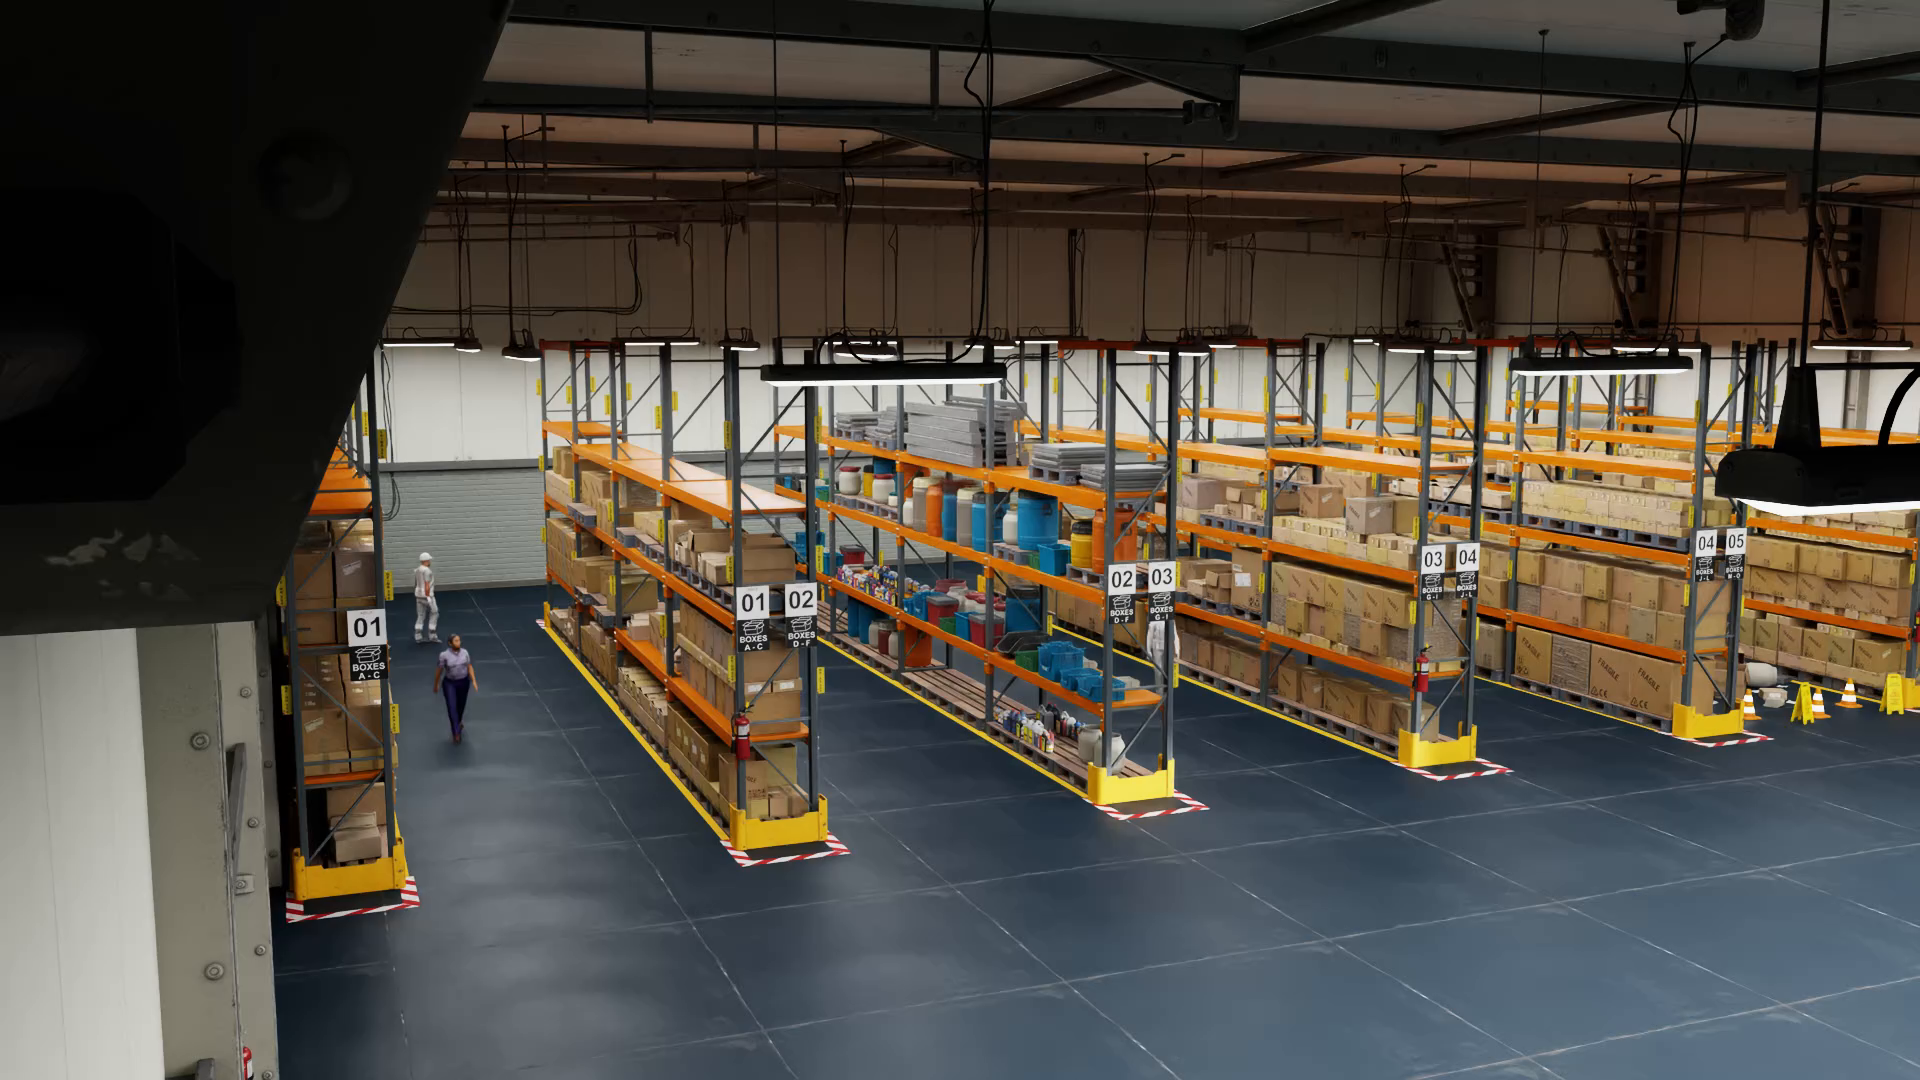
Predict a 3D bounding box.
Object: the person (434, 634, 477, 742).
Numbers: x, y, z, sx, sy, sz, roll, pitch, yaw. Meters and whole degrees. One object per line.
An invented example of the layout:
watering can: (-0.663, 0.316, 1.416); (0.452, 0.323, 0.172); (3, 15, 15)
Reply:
person: (-7.734, 2.224, 25.504); (0.586, 1.569, 1.039); (-4, 9, -31)

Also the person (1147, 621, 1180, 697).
person: (3.425, 1.892, 27.953); (0.525, 1.714, 0.524); (-2, 8, -14)

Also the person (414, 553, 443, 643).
person: (-10.623, 1.167, 33.026); (0.586, 1.825, 0.519); (6, 9, 36)
